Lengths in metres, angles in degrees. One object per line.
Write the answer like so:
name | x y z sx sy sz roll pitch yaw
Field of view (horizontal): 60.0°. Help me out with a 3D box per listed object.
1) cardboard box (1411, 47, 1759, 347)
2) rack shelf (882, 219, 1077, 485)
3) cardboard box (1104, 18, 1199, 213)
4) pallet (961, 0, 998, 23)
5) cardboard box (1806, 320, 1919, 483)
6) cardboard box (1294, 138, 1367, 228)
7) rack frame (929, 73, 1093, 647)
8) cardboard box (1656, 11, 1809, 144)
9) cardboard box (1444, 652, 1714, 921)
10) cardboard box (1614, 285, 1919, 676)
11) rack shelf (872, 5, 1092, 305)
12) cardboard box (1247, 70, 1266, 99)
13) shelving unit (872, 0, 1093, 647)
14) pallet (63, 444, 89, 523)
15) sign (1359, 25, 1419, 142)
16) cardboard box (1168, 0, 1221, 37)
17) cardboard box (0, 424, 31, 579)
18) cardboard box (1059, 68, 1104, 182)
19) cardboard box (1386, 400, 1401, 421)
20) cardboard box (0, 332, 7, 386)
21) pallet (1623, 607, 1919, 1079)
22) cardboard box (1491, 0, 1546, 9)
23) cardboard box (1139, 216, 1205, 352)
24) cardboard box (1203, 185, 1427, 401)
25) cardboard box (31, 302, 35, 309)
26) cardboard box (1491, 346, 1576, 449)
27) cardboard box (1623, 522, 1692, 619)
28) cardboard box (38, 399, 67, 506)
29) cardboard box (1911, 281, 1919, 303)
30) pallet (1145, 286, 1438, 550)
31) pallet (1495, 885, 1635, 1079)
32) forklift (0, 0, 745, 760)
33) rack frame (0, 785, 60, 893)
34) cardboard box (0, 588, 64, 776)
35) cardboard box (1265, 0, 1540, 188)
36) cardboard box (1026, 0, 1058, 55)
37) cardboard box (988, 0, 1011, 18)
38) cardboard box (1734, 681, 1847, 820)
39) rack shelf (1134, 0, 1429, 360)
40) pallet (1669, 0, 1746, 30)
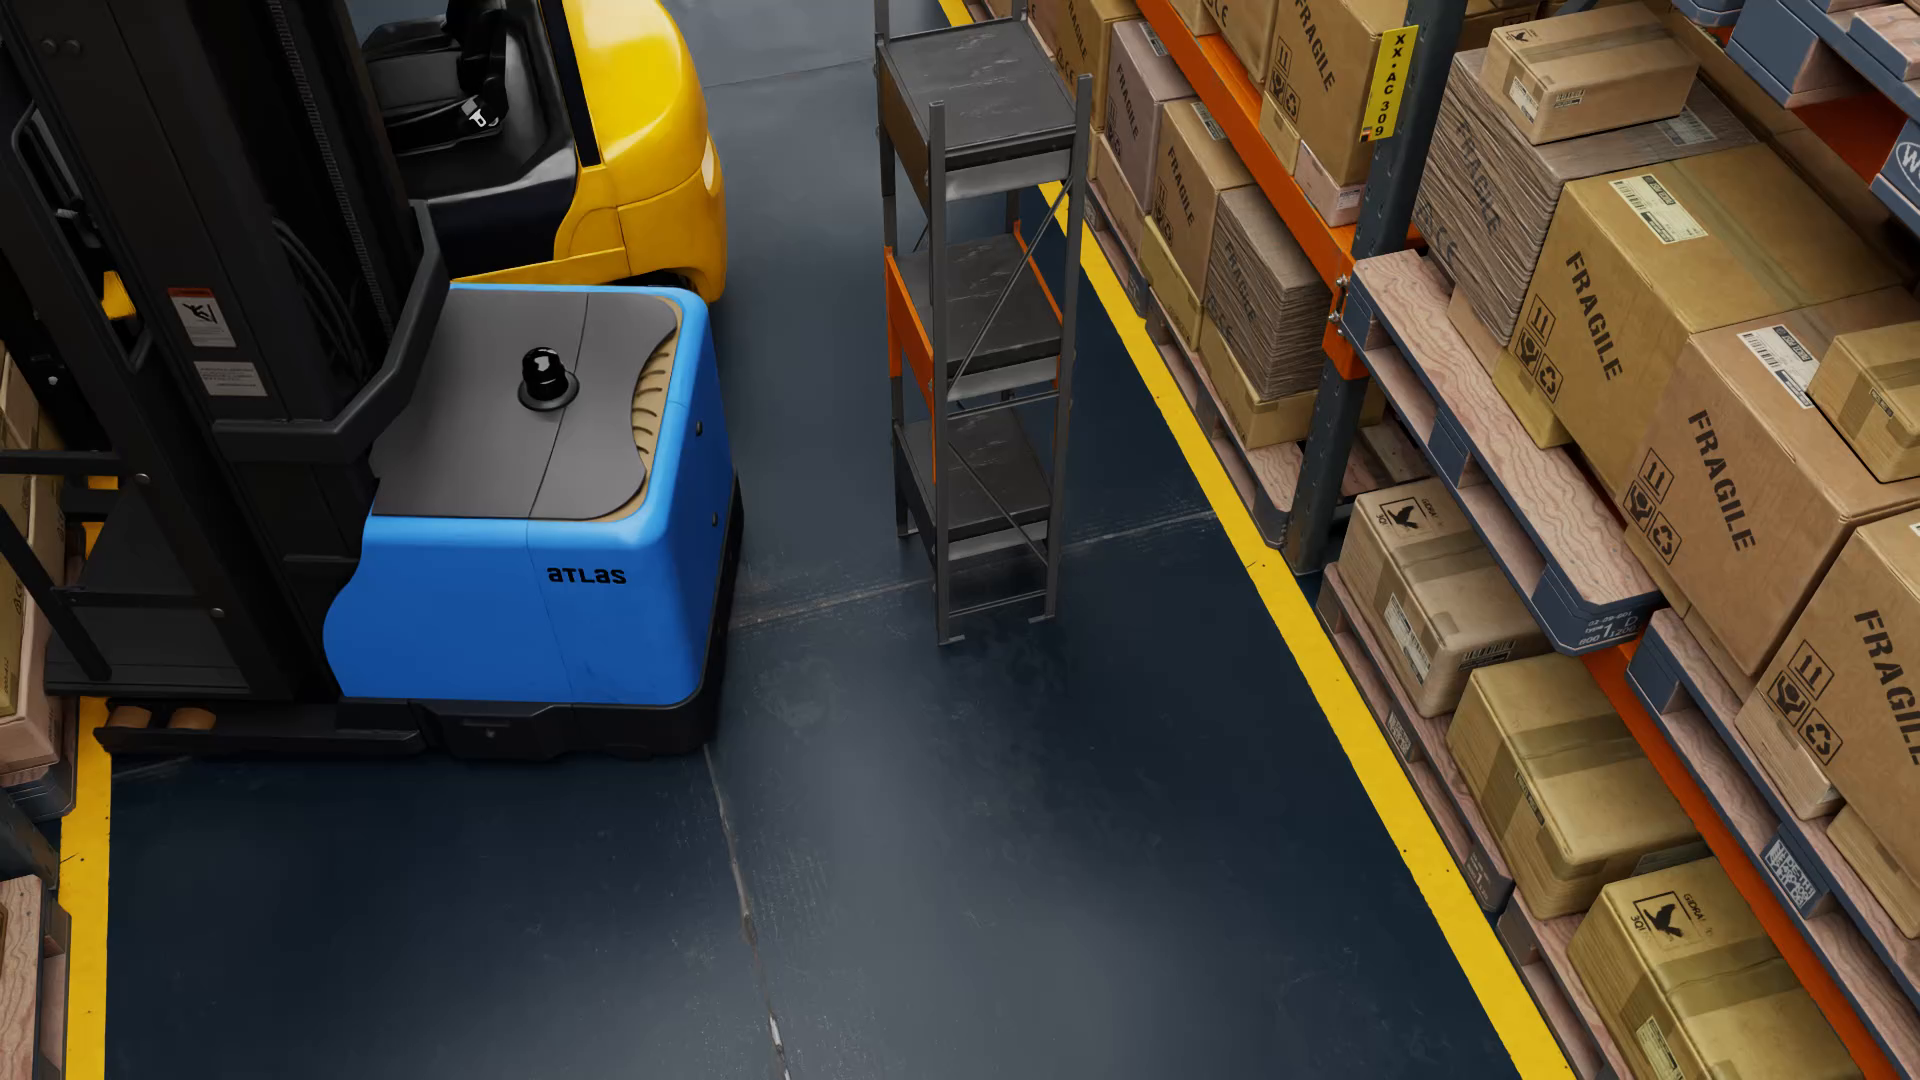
cardboard box | 1.462 -0.851 3.971 0.500 0.500 0.500 -12 51 -10
rack shelf | 0.049 -0.547 4.856 0.431 0.518 0.480 -13 51 -11
cardboard box | 0.862 -1.601 6.171 0.500 0.500 0.500 -11 51 -9
pallet | 0.643 -2.361 7.602 1.003 0.211 1.213 -13 51 -11
cardboard box | 1.818 -0.274 3.060 0.380 0.149 0.250 -11 51 -9
cardboard box | 1.211 -1.080 4.863 0.380 0.149 0.250 -14 51 -11
rack frame | 0.121 -0.378 4.695 0.400 2.100 0.015 -13 51 -11
cardboard box | 1.953 -0.973 4.074 0.500 0.500 0.500 -14 51 -12
cardboard box | 1.971 0.624 4.706 0.950 0.372 0.625 -10 51 -9
cardboard box | 1.744 -0.121 3.356 0.500 0.500 0.500 -14 51 -11
rack shelf | 0.049 -0.998 4.321 0.431 0.518 0.480 -13 51 -11
cardboard box | 1.128 -1.468 5.190 0.380 0.149 0.250 -13 51 -11
shelving unit | 0.049 -0.556 4.845 0.431 2.100 0.503 -13 51 -11
pallet | -3.703 -0.454 5.995 1.003 0.211 1.213 -13 51 -11
sign | 1.081 -1.146 4.188 0.100 0.325 0.005 -13 51 -11
cardboard box | 0.908 -1.821 5.488 0.380 0.149 0.250 -14 51 -12
cardboard box | -3.142 -0.071 5.044 0.500 0.250 0.500 -14 51 -11
cardboard box | 0.706 -1.744 6.782 0.500 0.250 0.500 -10 51 -9
cardboard box | 1.681 -0.736 5.932 0.500 0.250 0.500 -15 52 -13
cardboard box | -3.286 -0.602 5.165 0.500 0.250 0.500 -12 51 -10
pallet | 2.156 0.552 3.448 1.003 0.211 1.213 -13 51 -11
cardboard box | 1.674 -1.816 4.405 0.700 0.500 0.500 -14 51 -11
cardboard box | 0.999 -1.002 6.156 0.500 0.250 0.500 -15 51 -12
cardboard box | 1.166 -0.857 5.544 0.500 0.500 0.500 -14 51 -11
cardboard box | -3.428 -0.809 5.667 0.500 0.250 0.500 -13 51 -11
cardboard box | 1.524 -0.390 4.006 0.380 0.149 0.250 -12 51 -10
cardboard box | 1.717 -0.003 3.680 0.380 0.149 0.250 -13 51 -10
cardboard box | -3.302 -0.286 5.553 0.500 0.250 0.500 -13 51 -10
cardboard box | 2.248 -0.233 3.450 0.500 0.500 0.500 -12 51 -10
pallet | 1.365 -0.579 6.100 1.003 0.211 1.213 -13 51 -11
pallet | 2.194 1.365 4.461 1.003 0.211 1.213 -13 51 -11
forklift | -2.268 -0.679 4.406 3.031 2.935 1.130 1 50 1
rack frame | -3.143 0.130 3.678 1.000 3.000 0.127 -13 51 -11
cardboard box | -2.970 0.453 4.930 0.500 0.250 0.500 -13 51 -11
cardboard box | 1.228 -1.391 4.701 0.500 0.500 0.500 -14 51 -12
cardboard box | 0.555 -2.357 6.809 0.500 0.500 0.500 -15 52 -12
cardboard box | 0.389 -2.514 7.431 0.500 0.250 0.500 -14 51 -11
cardboard box | 1.818 0.384 3.354 0.380 0.149 0.250 -12 51 -10
rack shelf | 1.006 -2.224 6.133 1.077 0.370 4.000 -13 51 -11
pallet | 1.678 -1.426 3.151 1.213 0.211 1.003 -13 51 -11
